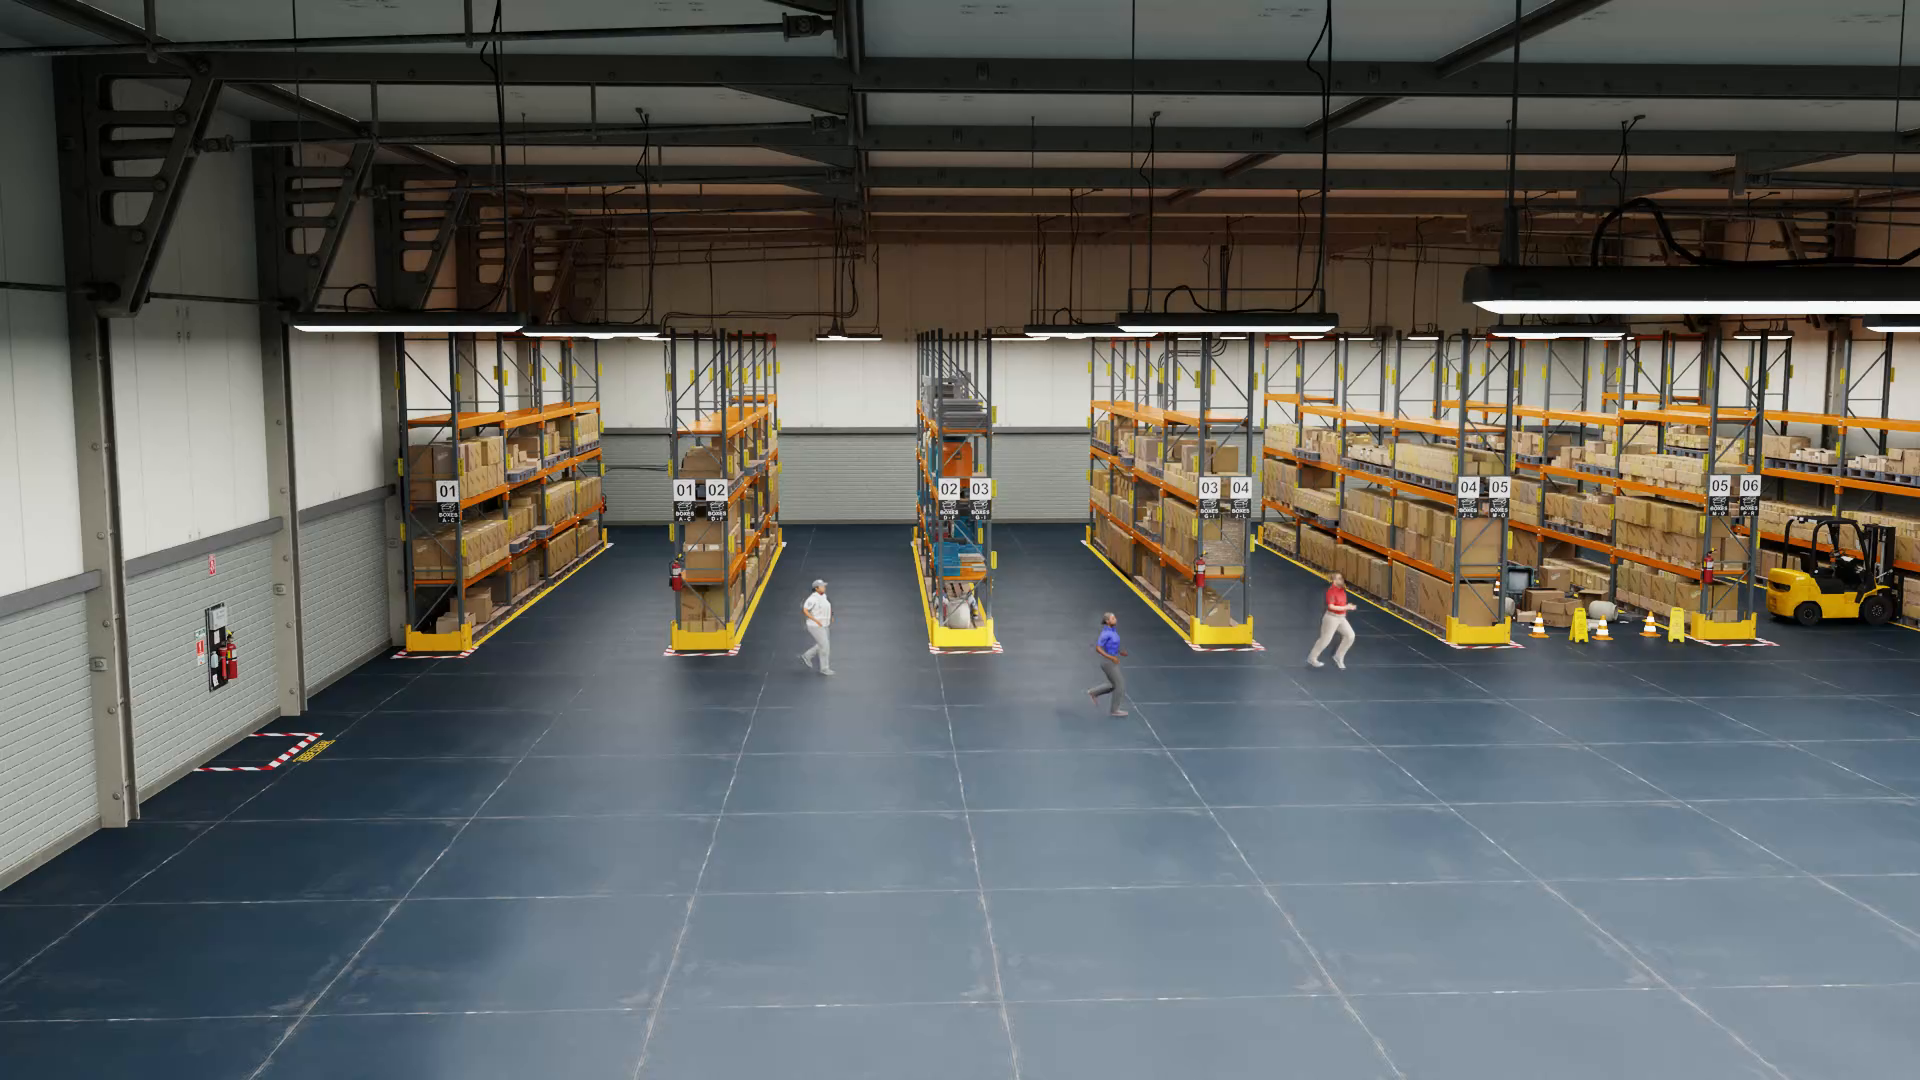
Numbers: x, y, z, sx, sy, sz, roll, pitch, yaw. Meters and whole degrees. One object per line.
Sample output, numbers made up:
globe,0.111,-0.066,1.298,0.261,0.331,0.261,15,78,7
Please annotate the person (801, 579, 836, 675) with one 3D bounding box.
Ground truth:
person,-2.475,1.506,28.971,0.683,1.653,0.614,3,7,23

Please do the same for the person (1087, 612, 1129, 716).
person,2.284,1.905,25.670,0.658,1.607,0.579,2,7,19

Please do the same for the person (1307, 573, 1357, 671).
person,6.588,1.439,29.245,0.896,1.745,0.673,6,9,41
